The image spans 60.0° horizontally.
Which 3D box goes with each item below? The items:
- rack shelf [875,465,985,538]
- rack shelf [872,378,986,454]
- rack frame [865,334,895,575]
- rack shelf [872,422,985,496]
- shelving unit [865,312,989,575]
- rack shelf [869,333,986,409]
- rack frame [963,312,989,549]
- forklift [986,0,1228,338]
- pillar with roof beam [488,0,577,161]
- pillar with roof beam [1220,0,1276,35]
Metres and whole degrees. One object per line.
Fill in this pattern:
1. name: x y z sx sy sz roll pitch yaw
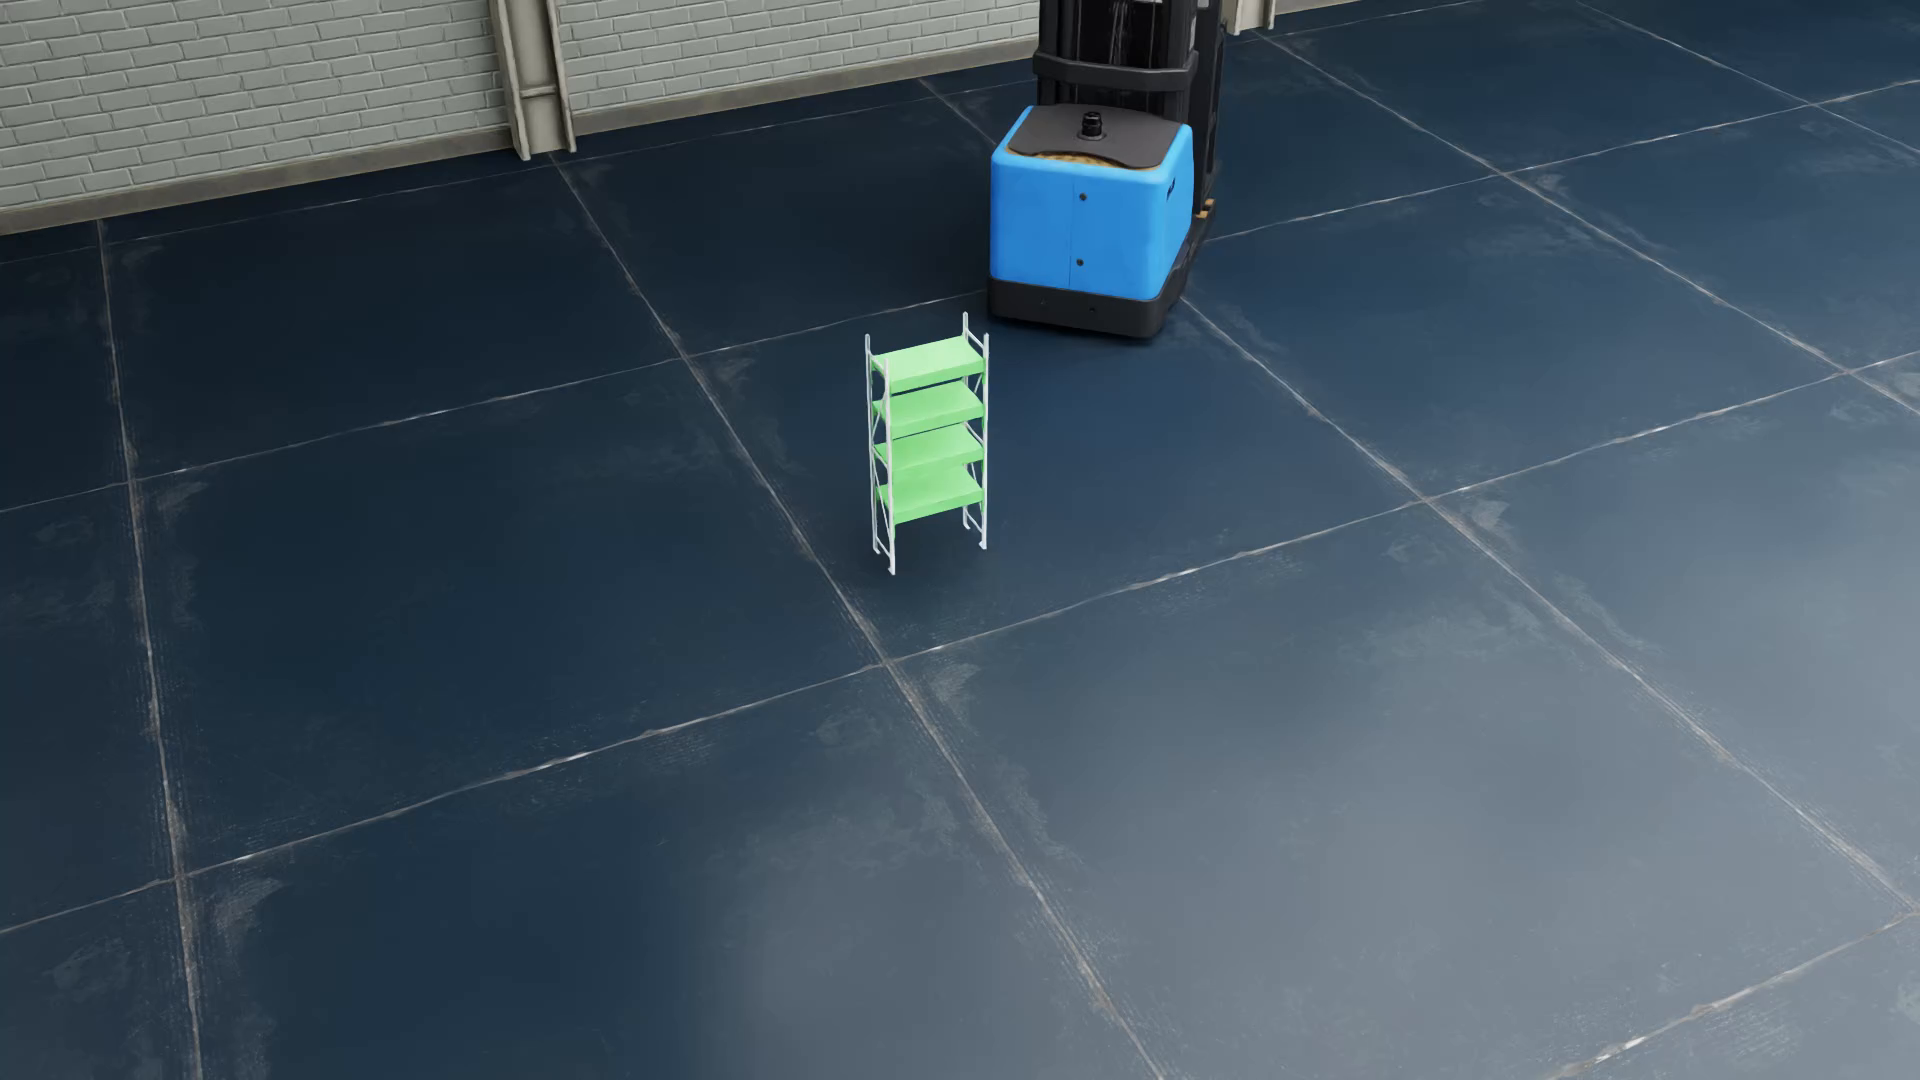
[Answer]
1. rack shelf: -0.150 -0.196 8.017 0.480 0.148 0.258 -16 39 -20
2. rack shelf: -0.150 -0.581 7.731 0.480 0.148 0.258 -16 39 -20
3. rack frame: -0.371 -0.378 7.753 0.015 1.200 0.240 -16 39 -20
4. rack shelf: -0.150 -0.389 7.874 0.480 0.148 0.258 -16 39 -20
5. shelving unit: -0.150 -0.440 7.836 0.503 1.200 0.258 -16 39 -20
6. rack shelf: -0.150 -0.774 7.588 0.480 0.148 0.258 -16 39 -20
7. rack frame: 0.071 -0.502 7.919 0.015 1.200 0.240 -16 39 -20
8. forklift: 1.087 -3.241 10.159 1.130 2.935 3.031 11 38 14
9. pillar with roof beam: -1.188 -4.141 6.280 0.400 9.000 9.100 -16 39 -20
10. pillar with roof beam: 4.243 -5.660 8.327 0.400 9.000 9.100 -16 39 -20
